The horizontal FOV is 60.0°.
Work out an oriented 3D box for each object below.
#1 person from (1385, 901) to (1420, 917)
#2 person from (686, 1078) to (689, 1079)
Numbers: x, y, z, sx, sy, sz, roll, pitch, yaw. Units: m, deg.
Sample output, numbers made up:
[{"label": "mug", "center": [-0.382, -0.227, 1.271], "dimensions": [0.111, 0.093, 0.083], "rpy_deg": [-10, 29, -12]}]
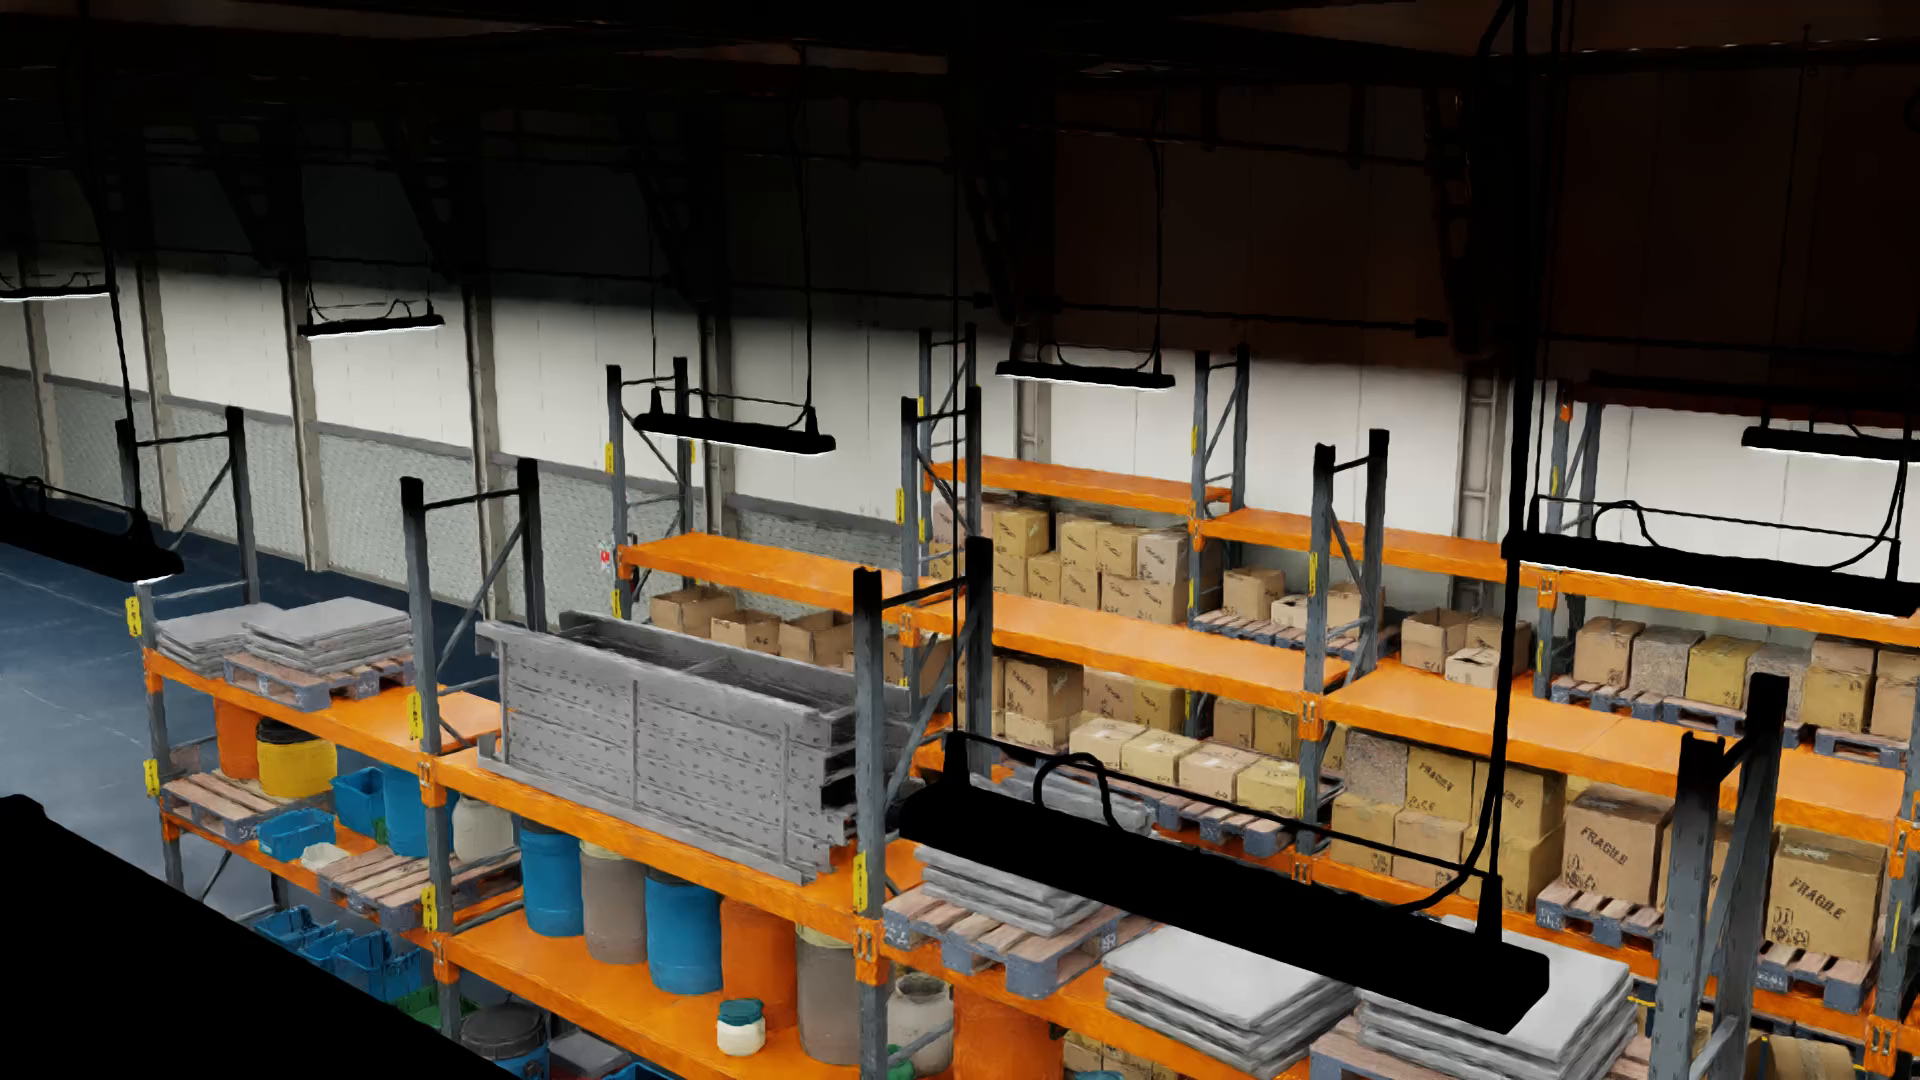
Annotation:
[{"label": "person", "center": [4.253, 3.767, 15.973], "dimensions": [1.090, 1.551, 0.482], "rpy_deg": [9, 16, 36]}, {"label": "person", "center": [-2.063, 4.180, 13.615], "dimensions": [0.638, 1.785, 0.514], "rpy_deg": [2, 13, 9]}]
